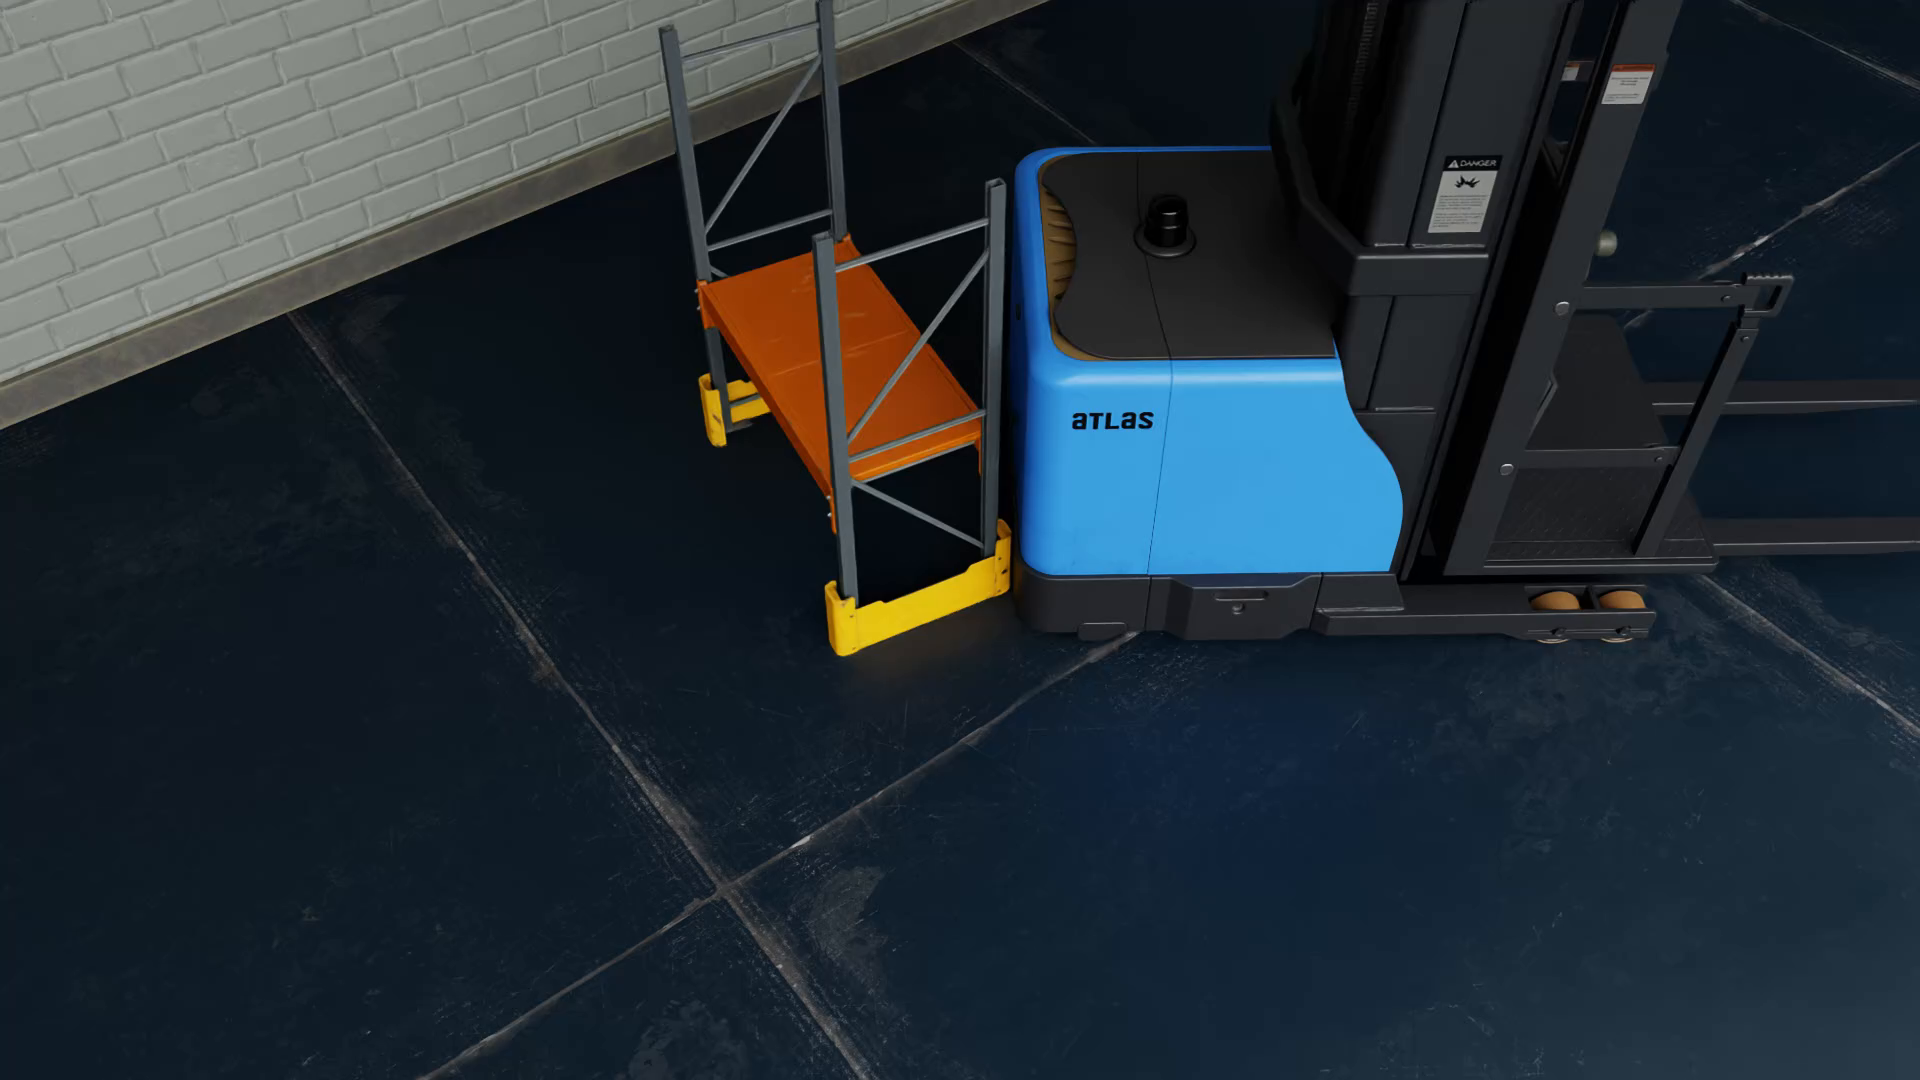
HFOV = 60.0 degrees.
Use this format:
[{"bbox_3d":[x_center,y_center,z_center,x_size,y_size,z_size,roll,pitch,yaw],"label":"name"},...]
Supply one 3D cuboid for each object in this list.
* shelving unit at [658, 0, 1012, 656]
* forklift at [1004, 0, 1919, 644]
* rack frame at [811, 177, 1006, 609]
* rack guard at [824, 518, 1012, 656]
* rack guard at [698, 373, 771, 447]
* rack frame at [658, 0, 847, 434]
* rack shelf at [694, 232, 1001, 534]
[{"bbox_3d":[-0.346,-0.608,4.789,0.587,1.500,1.083,-21,51,-18],"label":"shelving unit"},{"bbox_3d":[1.669,-1.071,4.243,3.031,2.935,1.130,-1,48,-1],"label":"forklift"},{"bbox_3d":[-0.117,-0.279,4.490,0.500,1.500,0.032,-21,51,-18],"label":"rack frame"},{"bbox_3d":[-0.118,0.140,4.954,0.587,0.250,0.087,-21,51,-18],"label":"rack guard"},{"bbox_3d":[-0.574,-0.516,5.549,0.587,0.250,0.087,-21,51,-18],"label":"rack guard"},{"bbox_3d":[-0.583,-0.948,5.097,0.500,1.500,0.032,-21,51,-18],"label":"rack frame"},{"bbox_3d":[-0.350,-0.493,4.927,0.538,0.185,1.000,-21,51,-18],"label":"rack shelf"}]
